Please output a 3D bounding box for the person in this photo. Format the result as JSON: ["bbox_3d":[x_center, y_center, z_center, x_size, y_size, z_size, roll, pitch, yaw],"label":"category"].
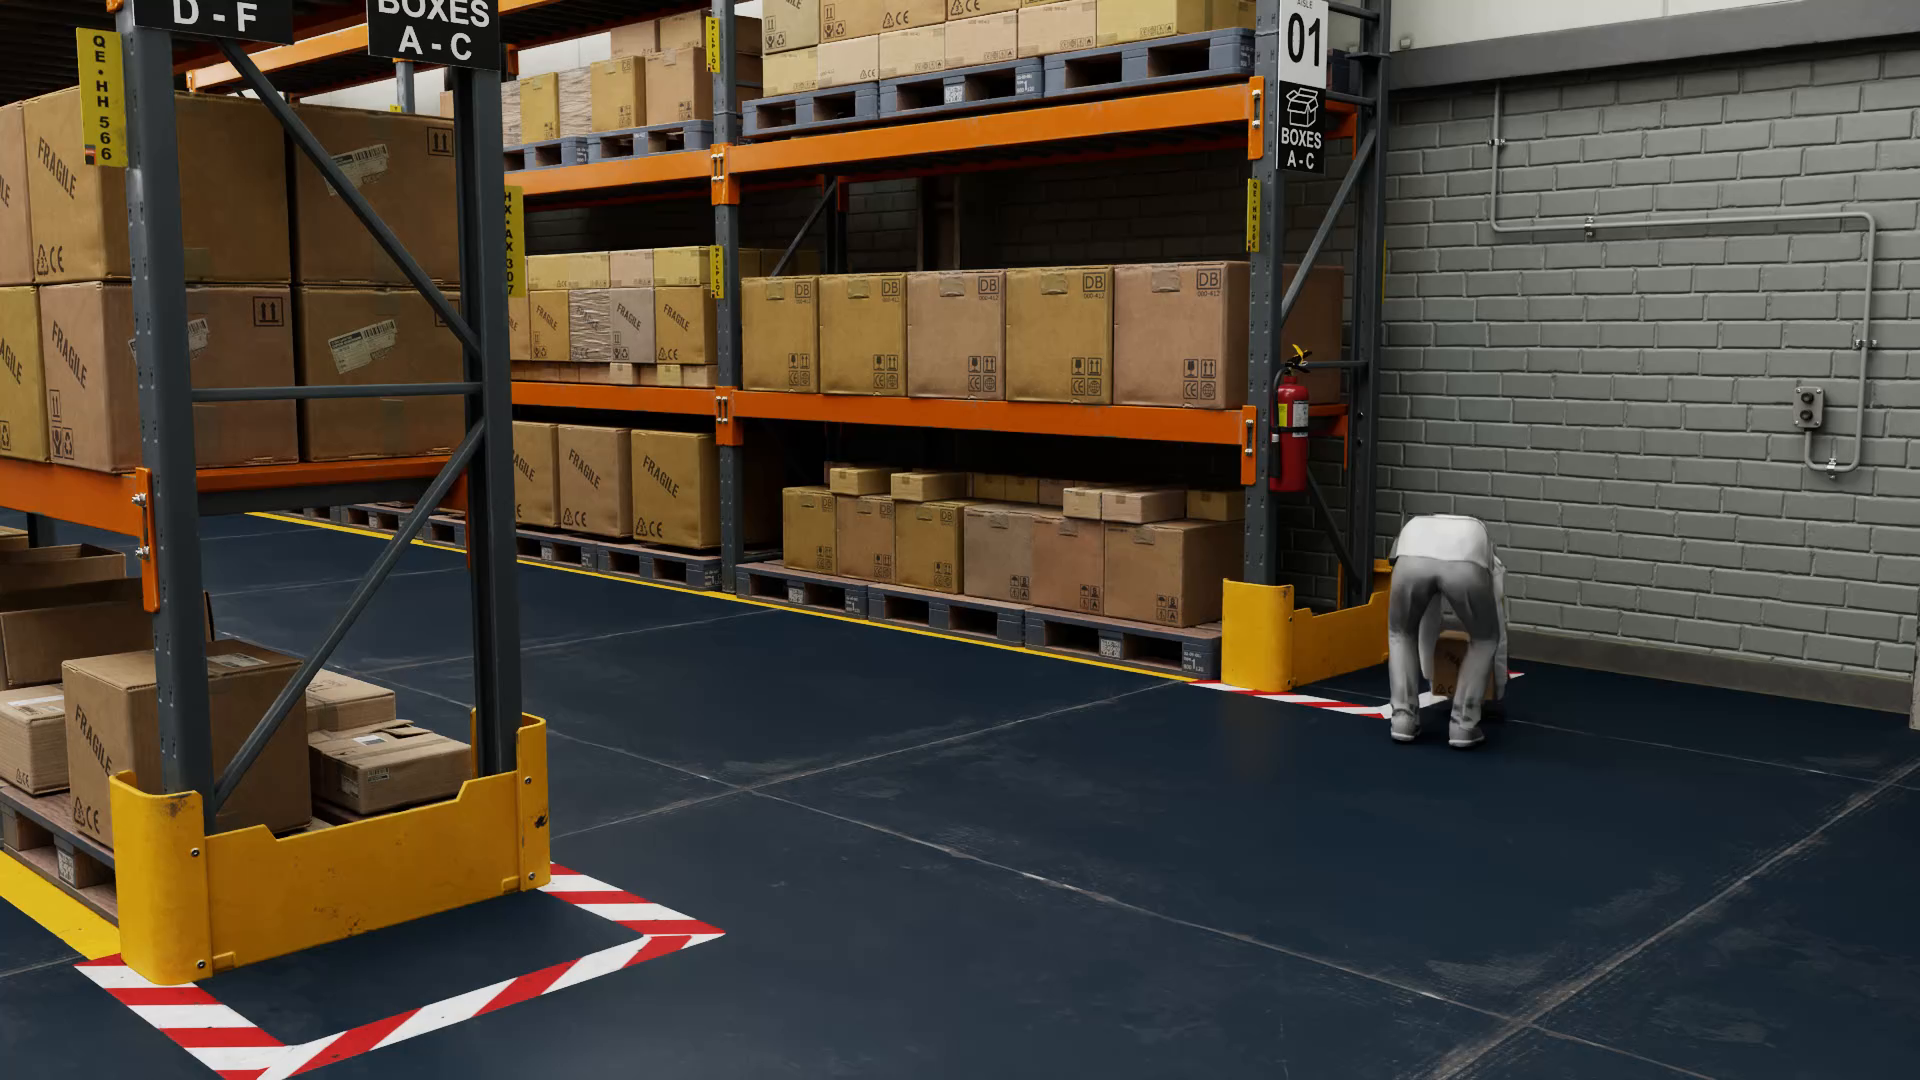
[{"bbox_3d":[2.033,0.339,6.947,0.461,0.947,0.885,3,8,23],"label":"person"}]
